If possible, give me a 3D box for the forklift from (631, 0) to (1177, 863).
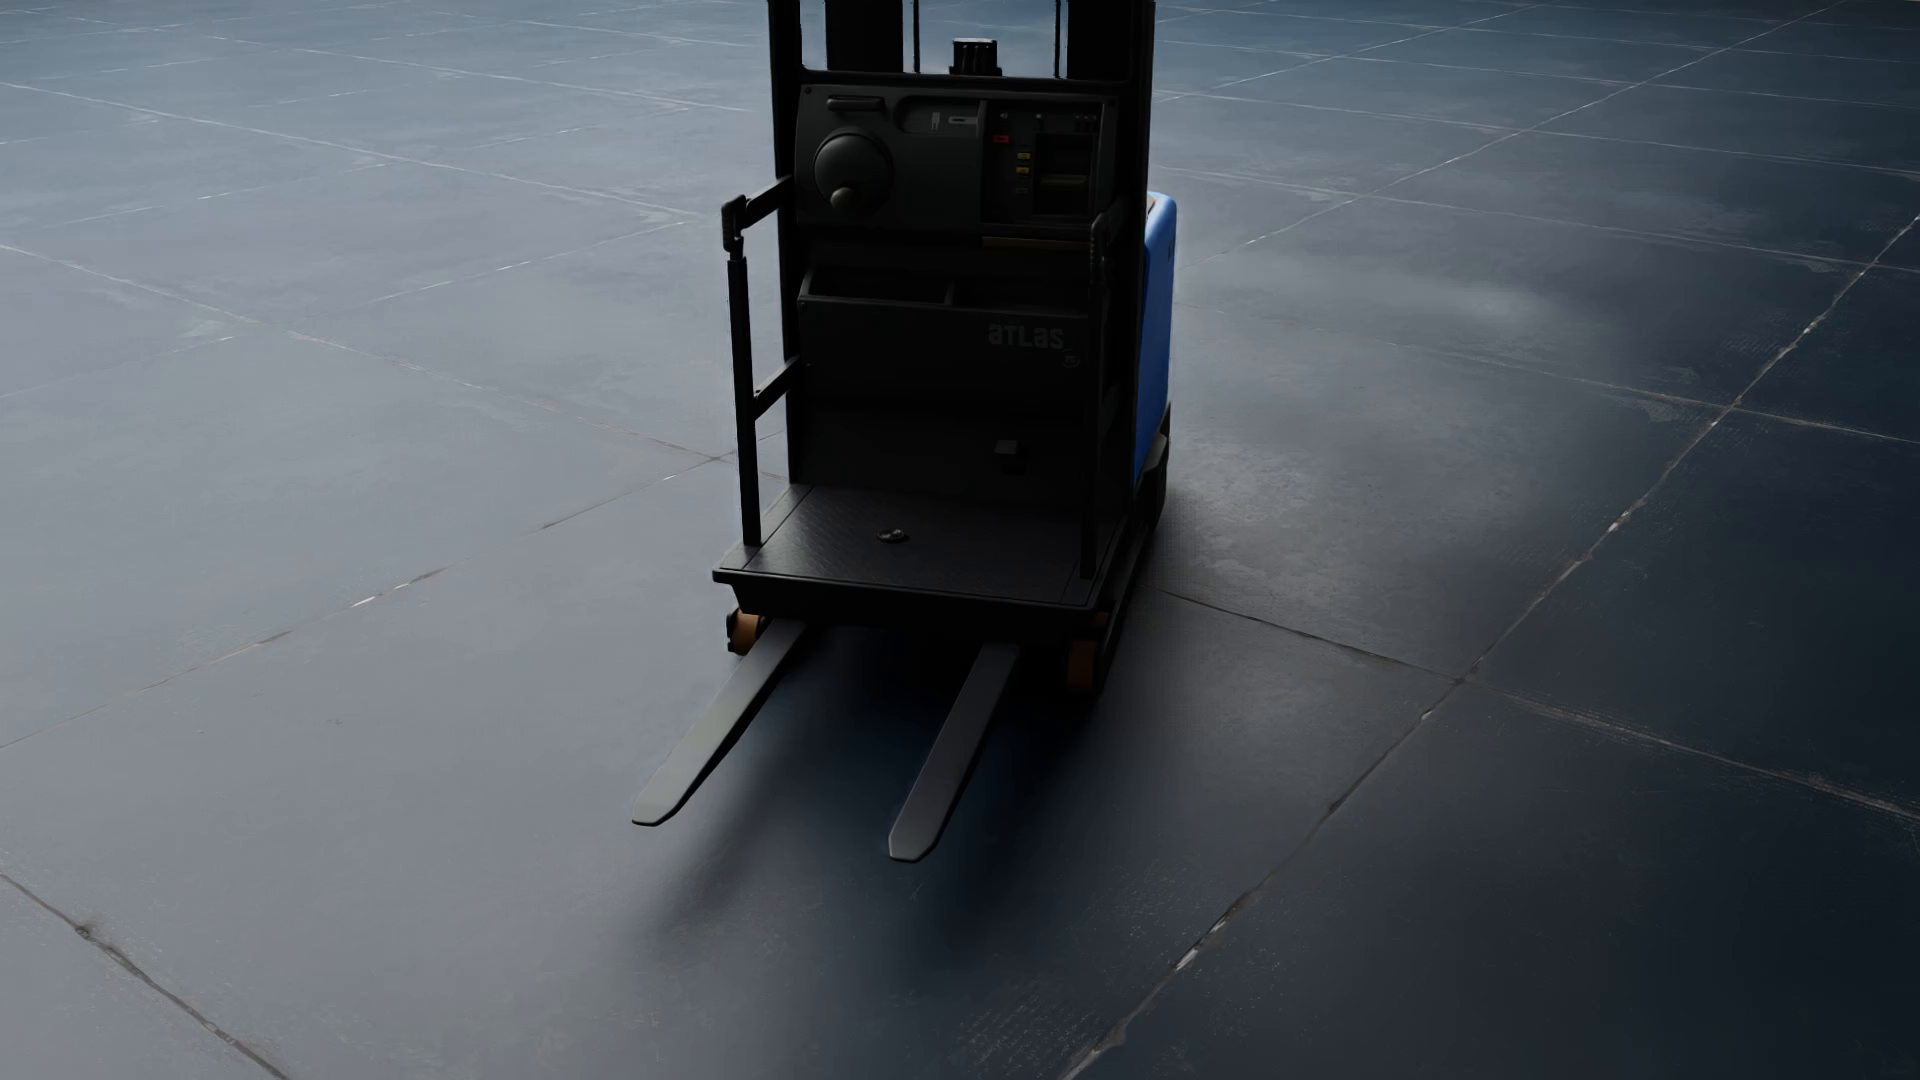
[{"bbox_3d":[-0.064,-1.063,4.528,1.130,2.935,3.031,6,24,12],"label":"forklift"}]
